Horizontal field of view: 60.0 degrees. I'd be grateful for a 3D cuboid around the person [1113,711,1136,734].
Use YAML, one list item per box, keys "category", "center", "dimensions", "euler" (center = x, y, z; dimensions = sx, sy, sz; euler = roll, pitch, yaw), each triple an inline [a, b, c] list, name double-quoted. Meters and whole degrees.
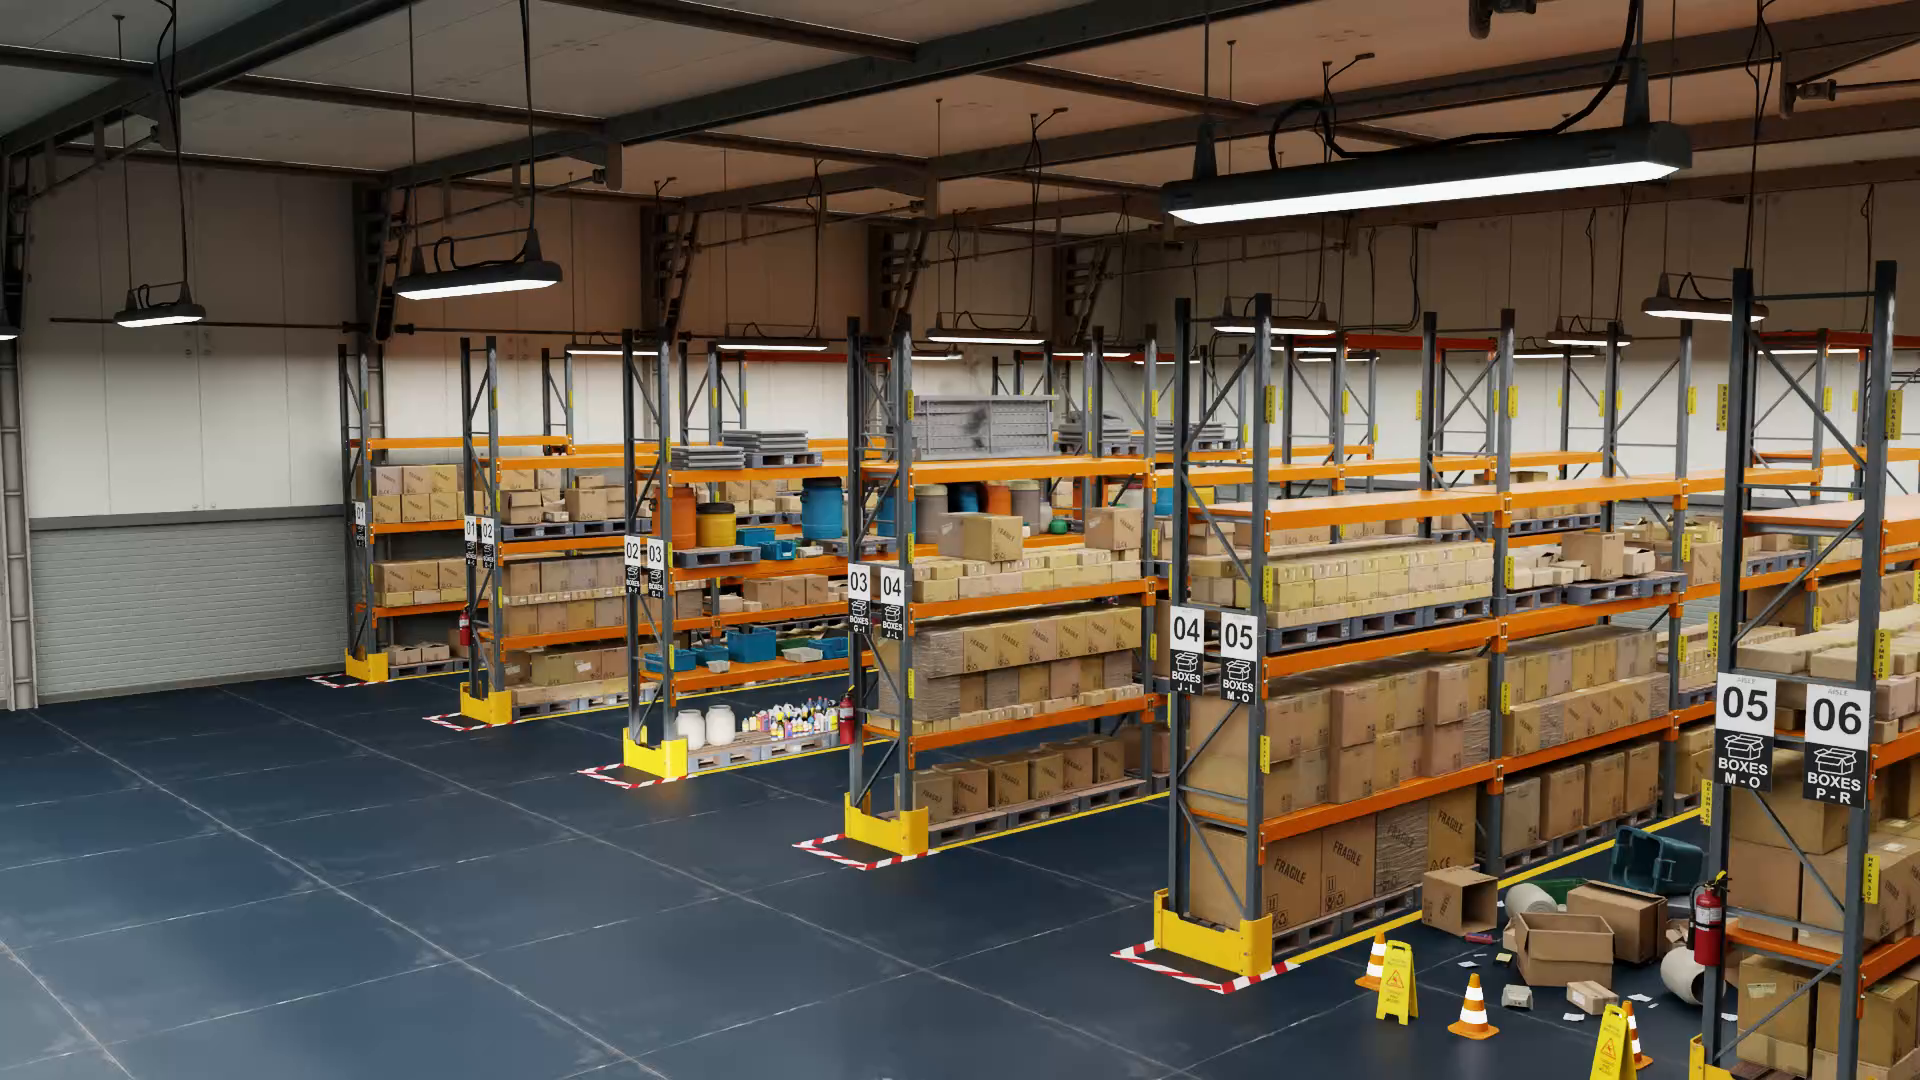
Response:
- category: "person"
  center: [2.260, 1.931, 23.625]
  dimensions: [0.583, 1.690, 0.678]
  euler: [4, 7, 41]
